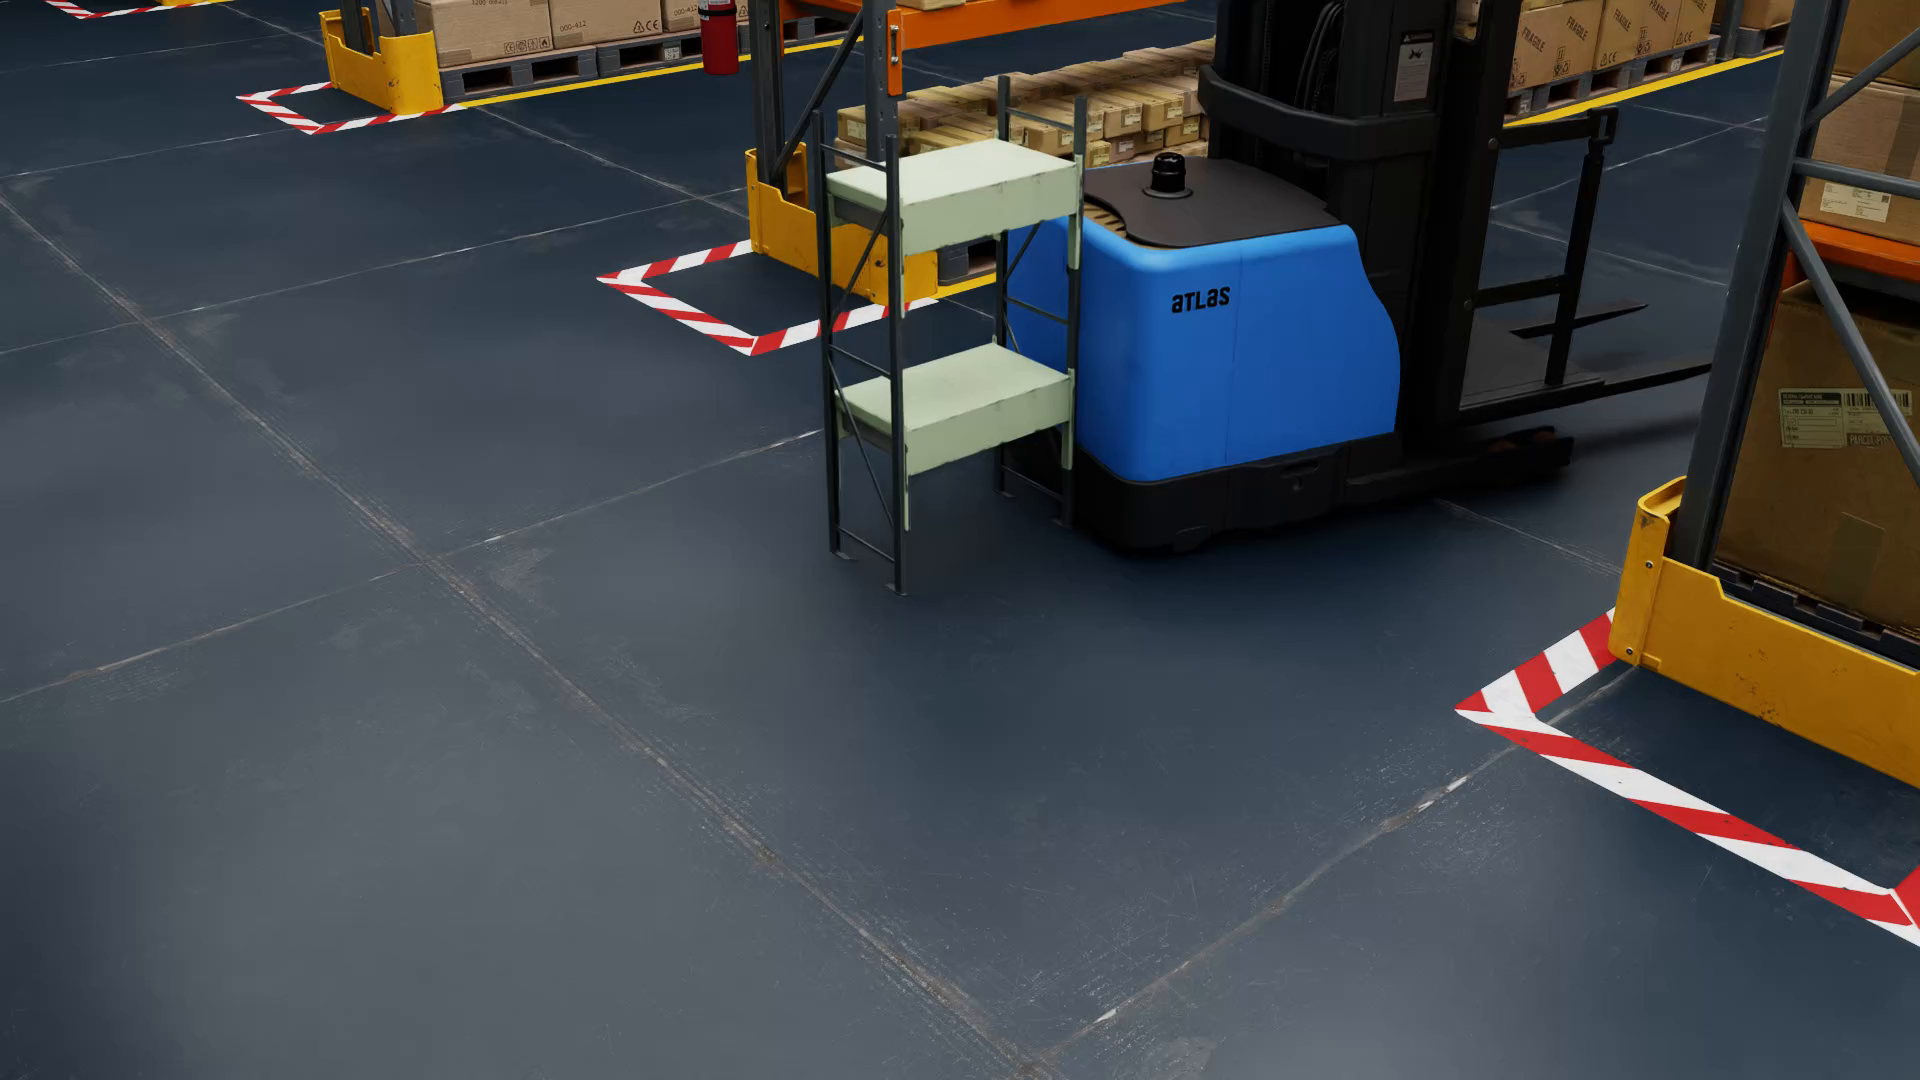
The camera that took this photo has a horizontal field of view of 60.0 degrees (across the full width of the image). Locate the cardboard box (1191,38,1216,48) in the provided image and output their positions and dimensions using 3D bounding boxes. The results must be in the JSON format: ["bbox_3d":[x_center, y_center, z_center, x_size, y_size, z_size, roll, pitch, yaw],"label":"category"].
[{"bbox_3d":[1.590,-2.870,9.886,0.250,0.149,0.380,-22,35,-36],"label":"cardboard box"}]

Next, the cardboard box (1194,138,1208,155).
[{"bbox_3d":[1.288,-2.182,9.230,0.250,0.149,0.380,-21,35,-34],"label":"cardboard box"}]

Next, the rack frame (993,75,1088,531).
[{"bbox_3d":[0.258,-0.769,5.598,0.023,1.500,0.400,-21,35,-34],"label":"rack frame"}]

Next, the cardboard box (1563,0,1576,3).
[{"bbox_3d":[3.923,-3.732,10.962,0.500,0.250,0.500,-20,34,-33],"label":"cardboard box"}]

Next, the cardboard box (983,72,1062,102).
[{"bbox_3d":[0.339,-2.428,9.059,0.250,0.149,0.380,-20,34,-33],"label":"cardboard box"}]

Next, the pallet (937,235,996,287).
[{"bbox_3d":[0.051,-1.675,8.660,1.213,0.211,1.003,-22,35,-35],"label":"pallet"}]

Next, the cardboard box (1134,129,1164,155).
[{"bbox_3d":[0.876,-2.195,8.939,0.250,0.149,0.380,-20,34,-32],"label":"cardboard box"}]

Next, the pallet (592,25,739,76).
[{"bbox_3d":[-2.453,-3.803,12.643,1.213,0.211,1.003,-22,35,-35],"label":"pallet"}]

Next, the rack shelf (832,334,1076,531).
[{"bbox_3d":[-0.025,-0.373,5.548,0.720,0.370,0.431,-21,35,-34],"label":"rack shelf"}]

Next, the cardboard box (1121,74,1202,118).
[{"bbox_3d":[1.088,-2.395,8.997,0.250,0.149,0.380,-22,35,-35],"label":"cardboard box"}]

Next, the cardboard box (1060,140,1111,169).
[{"bbox_3d":[0.556,-1.982,8.540,0.250,0.149,0.380,-21,34,-33],"label":"cardboard box"}]

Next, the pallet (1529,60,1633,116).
[{"bbox_3d":[3.915,-3.253,11.613,1.213,0.211,1.003,-22,35,-35],"label":"pallet"}]

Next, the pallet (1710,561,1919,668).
[{"bbox_3d":[3.052,0.121,5.299,1.213,0.211,1.003,-22,35,-35],"label":"pallet"}]

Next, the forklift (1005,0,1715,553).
[{"bbox_3d":[1.714,-1.703,5.828,3.031,2.935,1.130,-12,30,-21],"label":"forklift"}]

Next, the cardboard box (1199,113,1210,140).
[{"bbox_3d":[1.319,-2.341,9.211,0.250,0.149,0.380,-24,36,-37],"label":"cardboard box"}]

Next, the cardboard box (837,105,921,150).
[{"bbox_3d":[-0.410,-2.088,8.423,0.250,0.149,0.380,-21,35,-34],"label":"cardboard box"}]

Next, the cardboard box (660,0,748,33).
[{"bbox_3d":[-2.123,-4.240,12.775,0.875,0.438,0.875,-23,36,-36],"label":"cardboard box"}]

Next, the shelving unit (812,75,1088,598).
[{"bbox_3d":[-0.025,-0.660,5.394,0.755,1.500,0.431,-21,35,-34],"label":"shelving unit"}]

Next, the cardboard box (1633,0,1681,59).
[{"bbox_3d":[4.709,-3.723,11.740,0.500,0.500,0.500,-20,34,-33],"label":"cardboard box"}]

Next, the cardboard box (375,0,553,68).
[{"bbox_3d":[-3.501,-3.682,11.731,0.875,0.438,0.875,-23,36,-37],"label":"cardboard box"}]

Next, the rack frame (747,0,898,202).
[{"bbox_3d":[-0.648,-2.645,7.517,0.127,3.000,1.000,-22,35,-35],"label":"rack frame"}]

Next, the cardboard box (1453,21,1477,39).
[{"bbox_3d":[3.129,-3.083,10.542,0.500,0.500,0.500,-20,34,-33],"label":"cardboard box"}]

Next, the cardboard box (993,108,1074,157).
[{"bbox_3d":[0.377,-2.033,8.319,0.250,0.149,0.380,-22,35,-35],"label":"cardboard box"}]

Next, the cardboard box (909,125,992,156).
[{"bbox_3d":[-0.029,-1.874,8.022,0.250,0.149,0.380,-24,36,-37],"label":"cardboard box"}]

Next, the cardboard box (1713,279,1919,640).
[{"bbox_3d":[2.929,-0.309,4.954,0.875,0.875,0.875,-22,35,-35],"label":"cardboard box"}]

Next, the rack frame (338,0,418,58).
[{"bbox_3d":[-3.938,-4.389,10.781,0.127,3.000,1.000,-22,35,-35],"label":"rack frame"}]

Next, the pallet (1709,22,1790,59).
[{"bbox_3d":[6.086,-4.077,13.155,1.213,0.211,1.003,-22,35,-35],"label":"pallet"}]

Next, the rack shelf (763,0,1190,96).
[{"bbox_3d":[0.873,-2.940,8.832,4.000,0.370,1.077,-22,35,-35],"label":"rack shelf"}]

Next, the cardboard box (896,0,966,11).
[{"bbox_3d":[-0.189,-2.516,7.542,0.250,0.149,0.380,-22,35,-35],"label":"cardboard box"}]

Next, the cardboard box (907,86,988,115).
[{"bbox_3d":[-0.067,-2.269,8.762,0.250,0.149,0.380,-23,36,-36],"label":"cardboard box"}]

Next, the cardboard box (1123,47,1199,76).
[{"bbox_3d":[1.160,-2.734,9.631,0.250,0.149,0.380,-21,35,-34],"label":"cardboard box"}]

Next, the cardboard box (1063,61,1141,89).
[{"bbox_3d":[0.793,-2.559,9.304,0.250,0.149,0.380,-22,35,-35],"label":"cardboard box"}]

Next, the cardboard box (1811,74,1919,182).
[{"bbox_3d":[2.691,-1.144,4.552,0.500,0.250,0.500,-23,35,-36],"label":"cardboard box"}]

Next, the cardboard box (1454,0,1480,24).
[{"bbox_3d":[3.128,-3.414,10.366,0.500,0.250,0.500,-24,36,-37],"label":"cardboard box"}]

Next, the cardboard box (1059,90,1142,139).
[{"bbox_3d":[0.729,-2.220,8.669,0.250,0.149,0.380,-20,34,-33],"label":"cardboard box"}]

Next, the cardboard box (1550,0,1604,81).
[{"bbox_3d":[3.920,-3.410,11.155,0.500,0.500,0.500,-21,35,-34],"label":"cardboard box"}]

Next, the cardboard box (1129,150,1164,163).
[{"bbox_3d":[0.932,-2.003,8.894,0.250,0.149,0.380,-24,36,-37],"label":"cardboard box"}]

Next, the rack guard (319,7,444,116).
[{"bbox_3d":[-3.956,-3.280,11.356,0.348,0.500,1.175,-22,35,-35],"label":"rack guard"}]

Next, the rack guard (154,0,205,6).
[{"bbox_3d":[-7.105,-5.089,14.742,0.348,0.500,1.175,-22,35,-35],"label":"rack guard"}]
